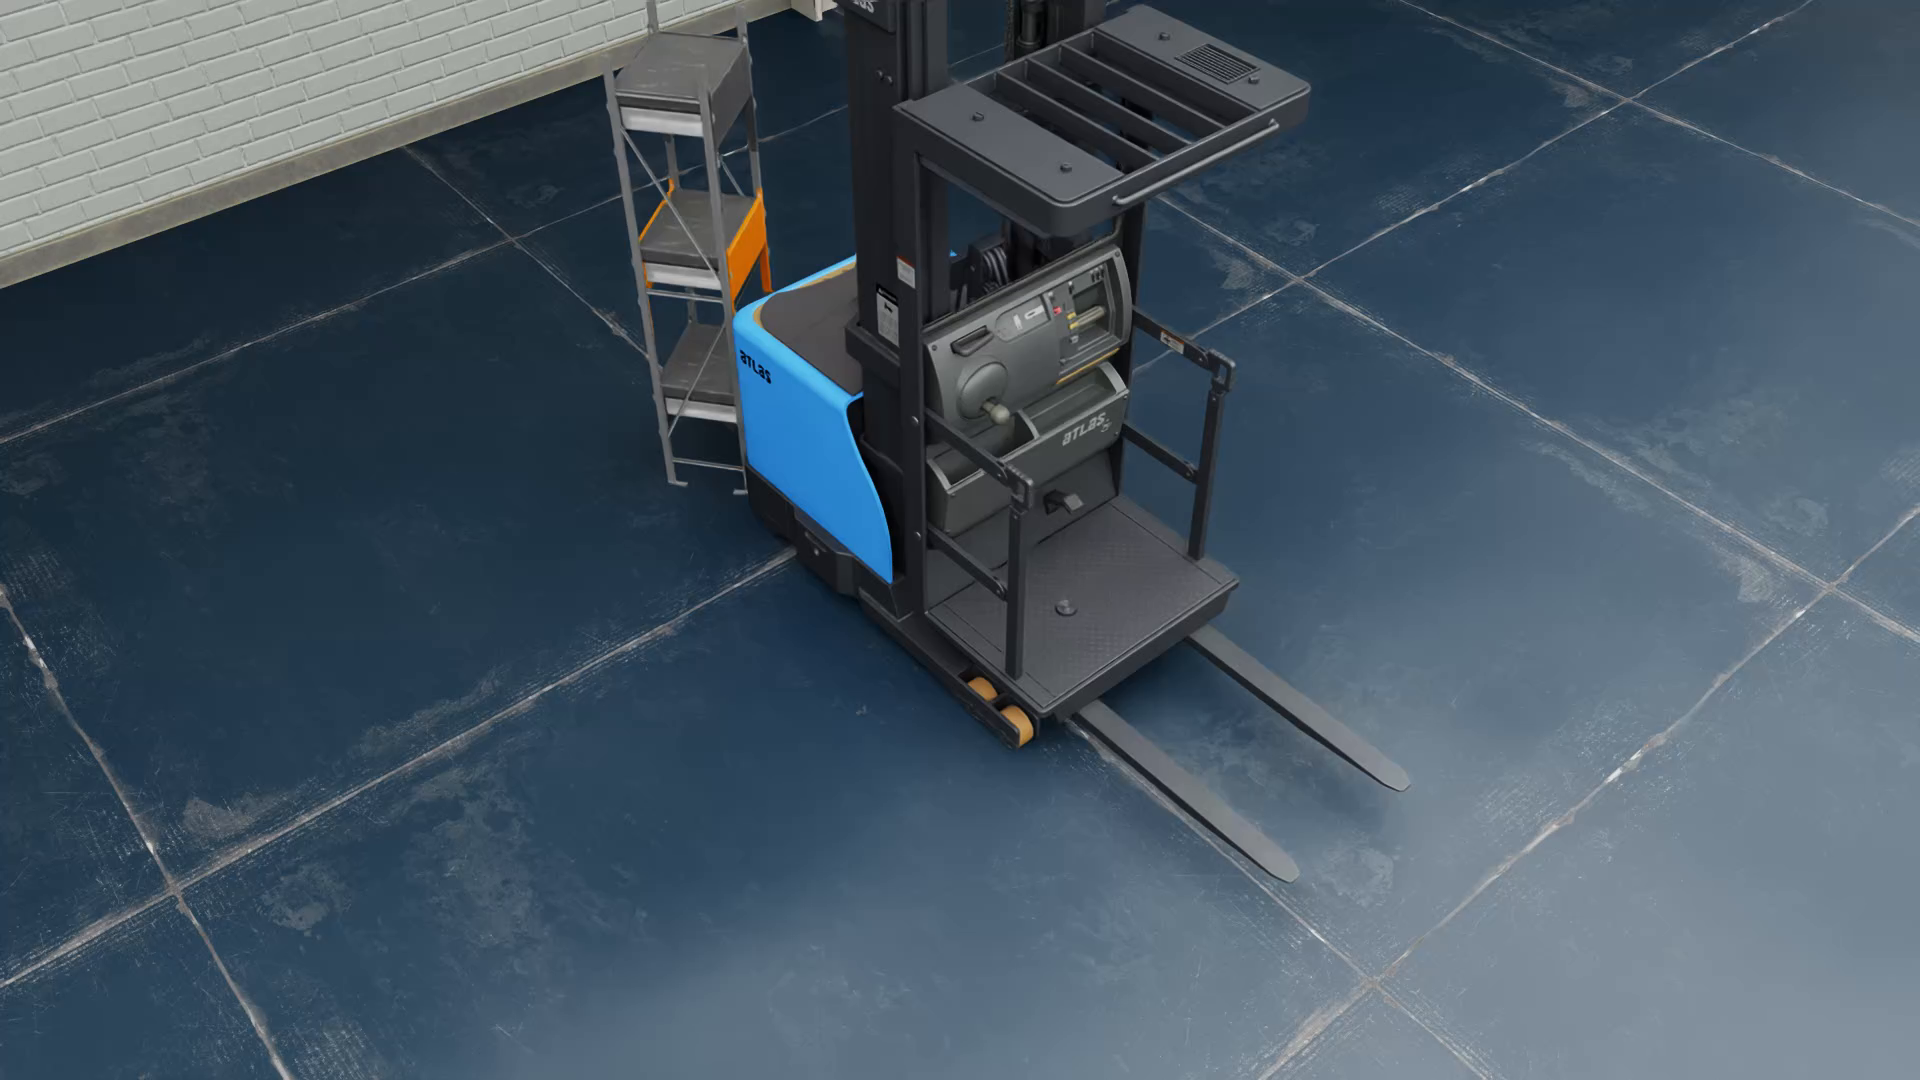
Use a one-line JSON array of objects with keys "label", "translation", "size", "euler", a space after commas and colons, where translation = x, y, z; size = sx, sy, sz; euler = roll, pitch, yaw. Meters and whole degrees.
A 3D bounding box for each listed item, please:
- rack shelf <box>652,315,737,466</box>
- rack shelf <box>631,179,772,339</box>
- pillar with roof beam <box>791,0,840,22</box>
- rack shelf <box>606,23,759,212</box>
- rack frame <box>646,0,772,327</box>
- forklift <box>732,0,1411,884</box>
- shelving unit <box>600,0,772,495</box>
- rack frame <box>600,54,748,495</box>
[{"label": "rack shelf", "translation": [-1.080, -0.642, 7.496], "size": [0.431, 0.518, 0.480], "euler": [8, 44, 9]}, {"label": "rack shelf", "translation": [-1.080, -1.152, 7.017], "size": [0.431, 0.518, 0.480], "euler": [8, 44, 9]}, {"label": "pillar with roof beam", "translation": [1.868, -4.594, 5.621], "size": [0.400, 9.000, 9.100], "euler": [-30, 51, -28]}, {"label": "rack shelf", "translation": [-1.081, -1.663, 6.538], "size": [0.431, 0.518, 0.480], "euler": [8, 44, 9]}, {"label": "rack frame", "translation": [-1.030, -1.326, 7.181], "size": [0.400, 2.100, 0.015], "euler": [8, 44, 9]}, {"label": "forklift", "translation": [0.402, -0.658, 5.863], "size": [1.130, 2.935, 3.031], "euler": [-31, 51, -28]}, {"label": "shelving unit", "translation": [-1.080, -1.162, 7.007], "size": [0.431, 2.100, 0.503], "euler": [8, 44, 9]}, {"label": "rack frame", "translation": [-1.131, -0.999, 6.833], "size": [0.400, 2.100, 0.015], "euler": [8, 44, 9]}]
